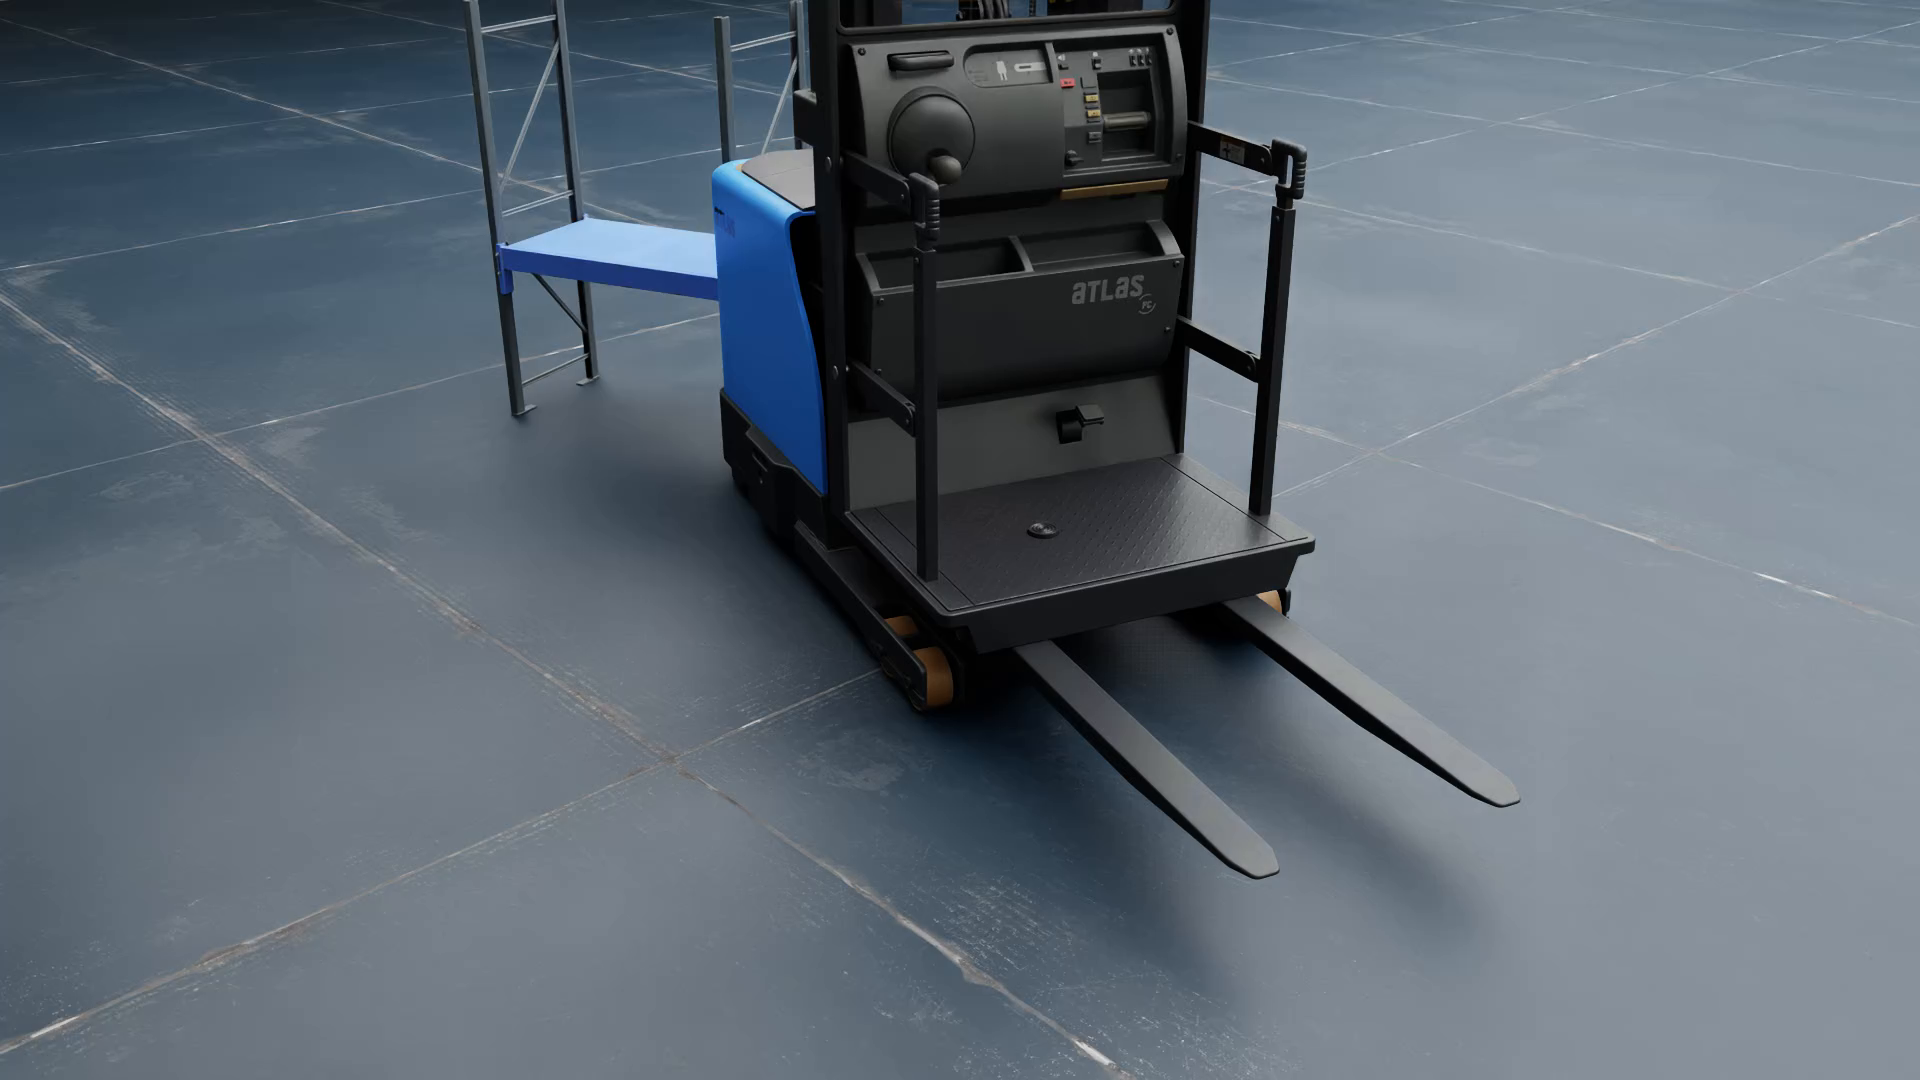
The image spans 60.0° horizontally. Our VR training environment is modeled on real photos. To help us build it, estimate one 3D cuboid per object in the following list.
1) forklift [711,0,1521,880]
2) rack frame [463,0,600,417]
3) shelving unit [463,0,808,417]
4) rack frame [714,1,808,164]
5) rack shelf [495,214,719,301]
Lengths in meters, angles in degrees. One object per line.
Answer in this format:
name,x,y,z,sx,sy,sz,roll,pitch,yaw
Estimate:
forklift,0.258,-1.097,4.123,1.130,2.935,3.031,-11,27,-22
rack frame,-1.571,-1.244,6.169,0.032,1.500,0.500,11,27,23
shelving unit,-1.114,-1.151,5.967,1.048,1.500,0.538,11,27,23
rack frame,-0.656,-1.059,5.765,0.032,1.500,0.500,11,27,23
rack shelf,-1.114,-0.988,6.042,1.000,0.185,0.538,11,27,23
